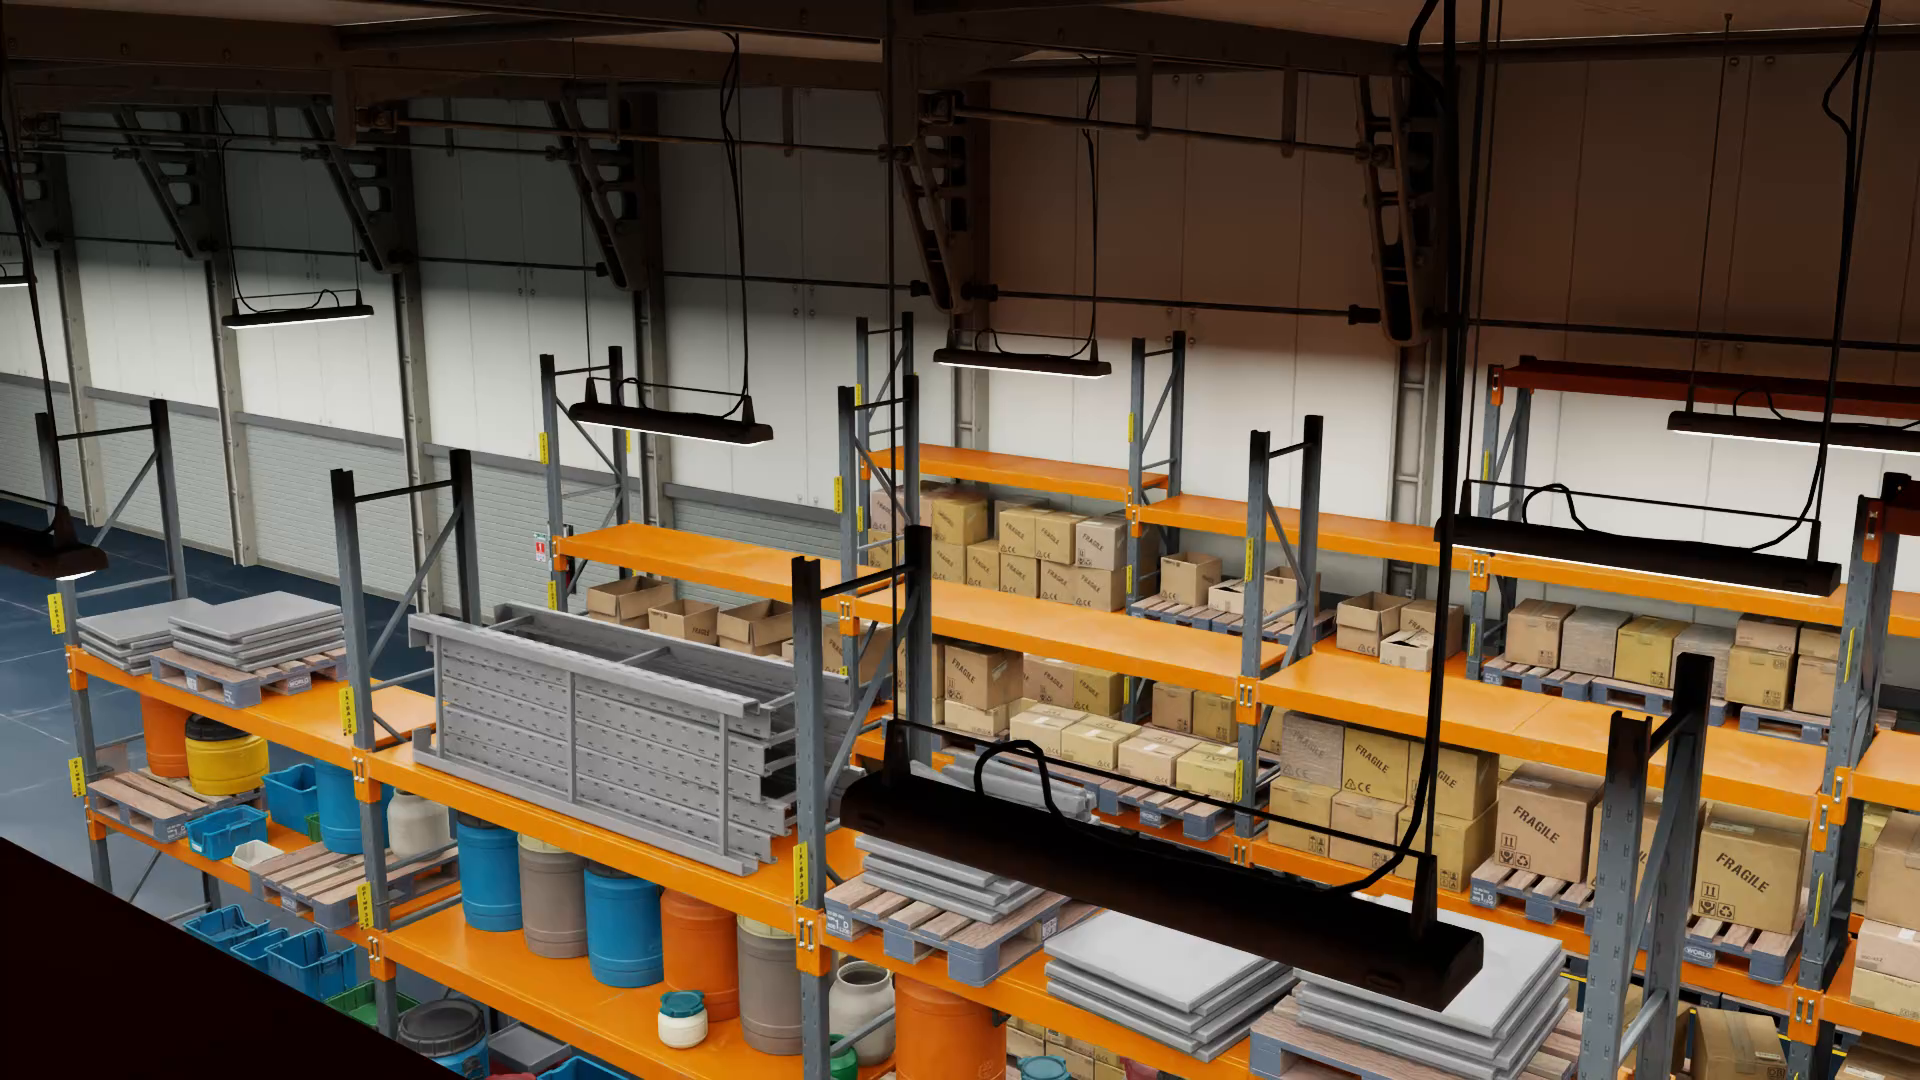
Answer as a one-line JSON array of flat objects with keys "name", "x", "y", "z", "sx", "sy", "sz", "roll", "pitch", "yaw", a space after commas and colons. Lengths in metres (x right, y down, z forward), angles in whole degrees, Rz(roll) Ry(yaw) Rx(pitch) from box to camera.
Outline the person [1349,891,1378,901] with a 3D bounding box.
[{"name": "person", "x": 3.838, "y": 3.741, "z": 15.447, "sx": 0.682, "sy": 1.670, "sz": 0.738, "roll": 13, "pitch": 18, "yaw": 43}]
